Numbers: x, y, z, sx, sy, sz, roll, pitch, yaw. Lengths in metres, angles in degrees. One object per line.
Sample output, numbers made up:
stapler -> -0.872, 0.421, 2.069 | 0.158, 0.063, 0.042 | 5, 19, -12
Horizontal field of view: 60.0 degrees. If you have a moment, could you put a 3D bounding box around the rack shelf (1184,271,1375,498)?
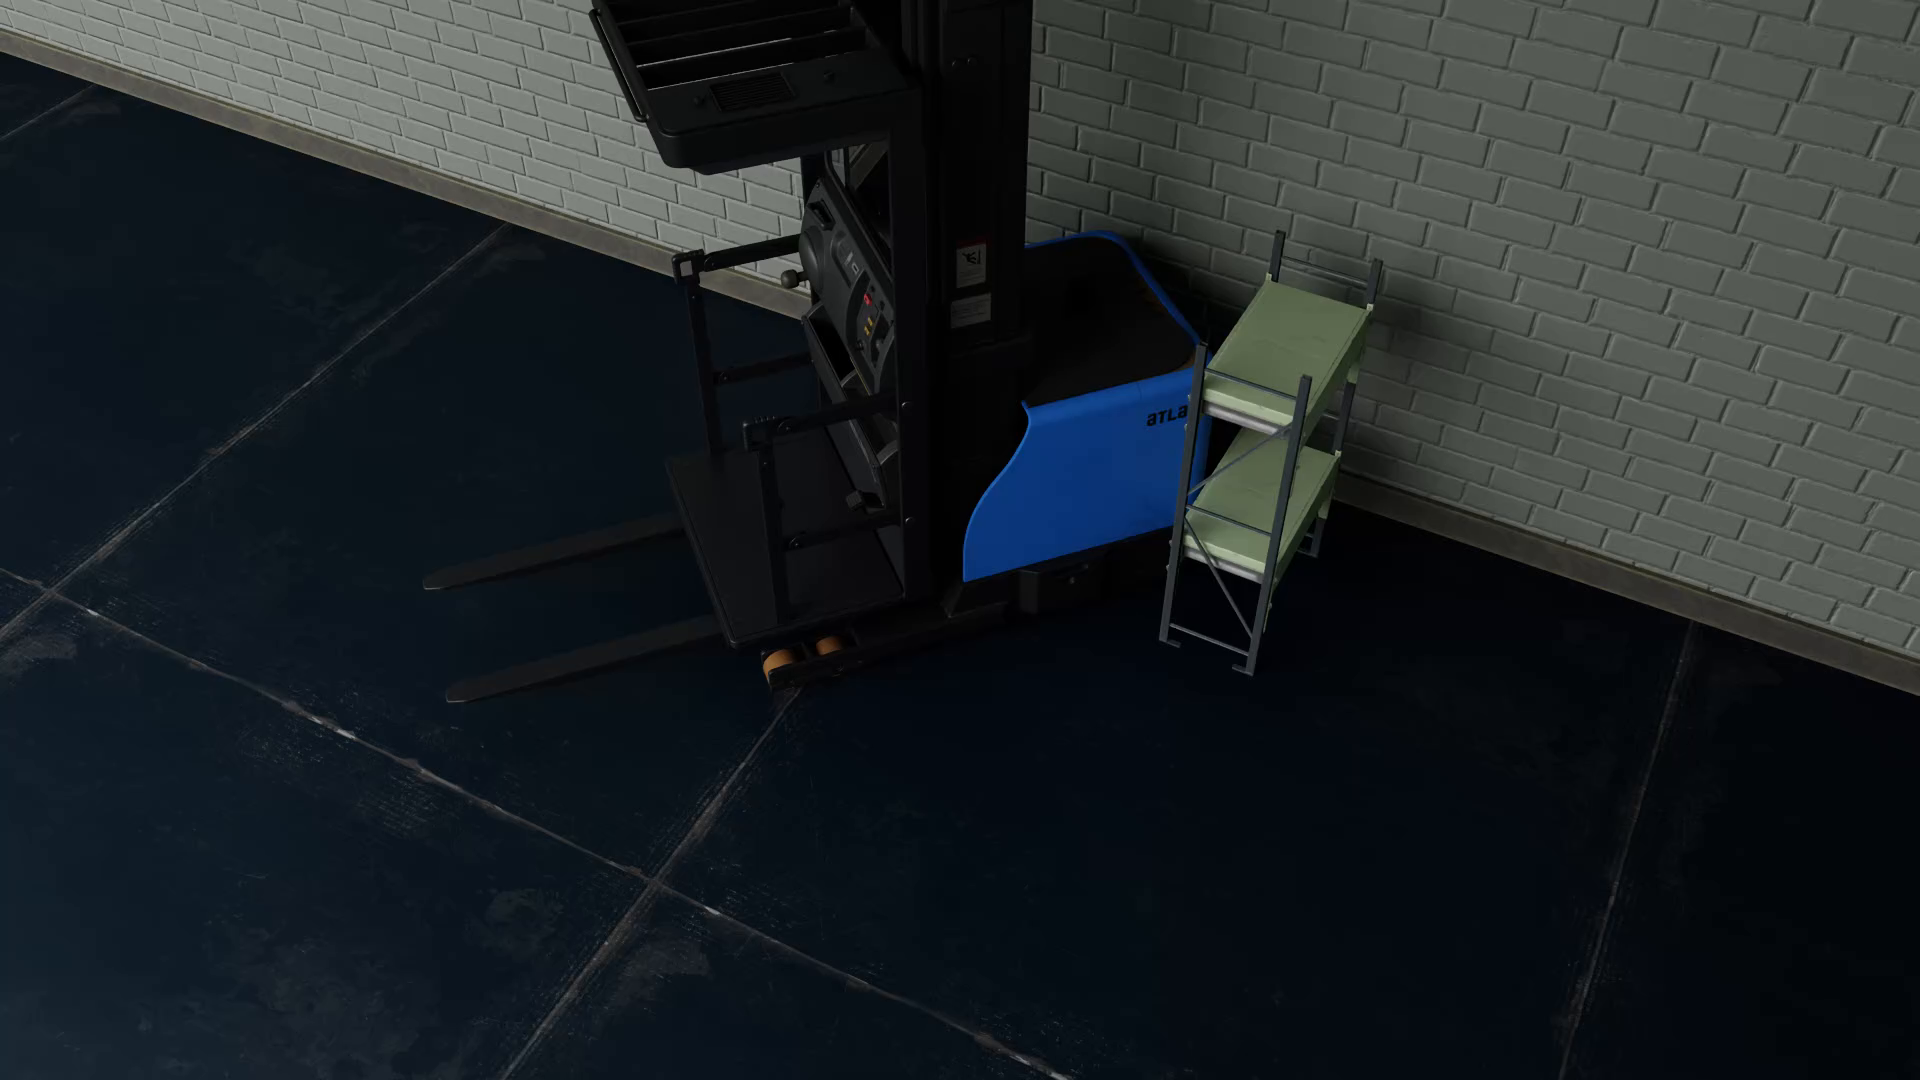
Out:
rack shelf -> 1.149, -0.571, 5.991 | 0.431, 0.370, 0.720 | 21, 49, 20

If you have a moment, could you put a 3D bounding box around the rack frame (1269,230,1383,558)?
rack frame -> 1.322, -0.525, 6.495 | 0.400, 1.500, 0.023 | 21, 49, 20

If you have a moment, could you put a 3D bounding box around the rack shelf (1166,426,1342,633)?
rack shelf -> 1.149, -0.067, 6.500 | 0.431, 0.370, 0.720 | 21, 49, 20

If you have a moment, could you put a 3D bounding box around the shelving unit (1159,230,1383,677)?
shelving unit -> 1.149, -0.296, 6.268 | 0.431, 1.500, 0.755 | 21, 49, 20

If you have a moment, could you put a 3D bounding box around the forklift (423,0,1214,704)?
forklift -> -0.587, -0.874, 5.833 | 3.031, 2.935, 1.130 | -15, 47, -14

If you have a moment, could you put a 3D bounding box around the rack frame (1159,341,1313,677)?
rack frame -> 0.975, -0.067, 6.042 | 0.400, 1.500, 0.023 | 21, 49, 20
